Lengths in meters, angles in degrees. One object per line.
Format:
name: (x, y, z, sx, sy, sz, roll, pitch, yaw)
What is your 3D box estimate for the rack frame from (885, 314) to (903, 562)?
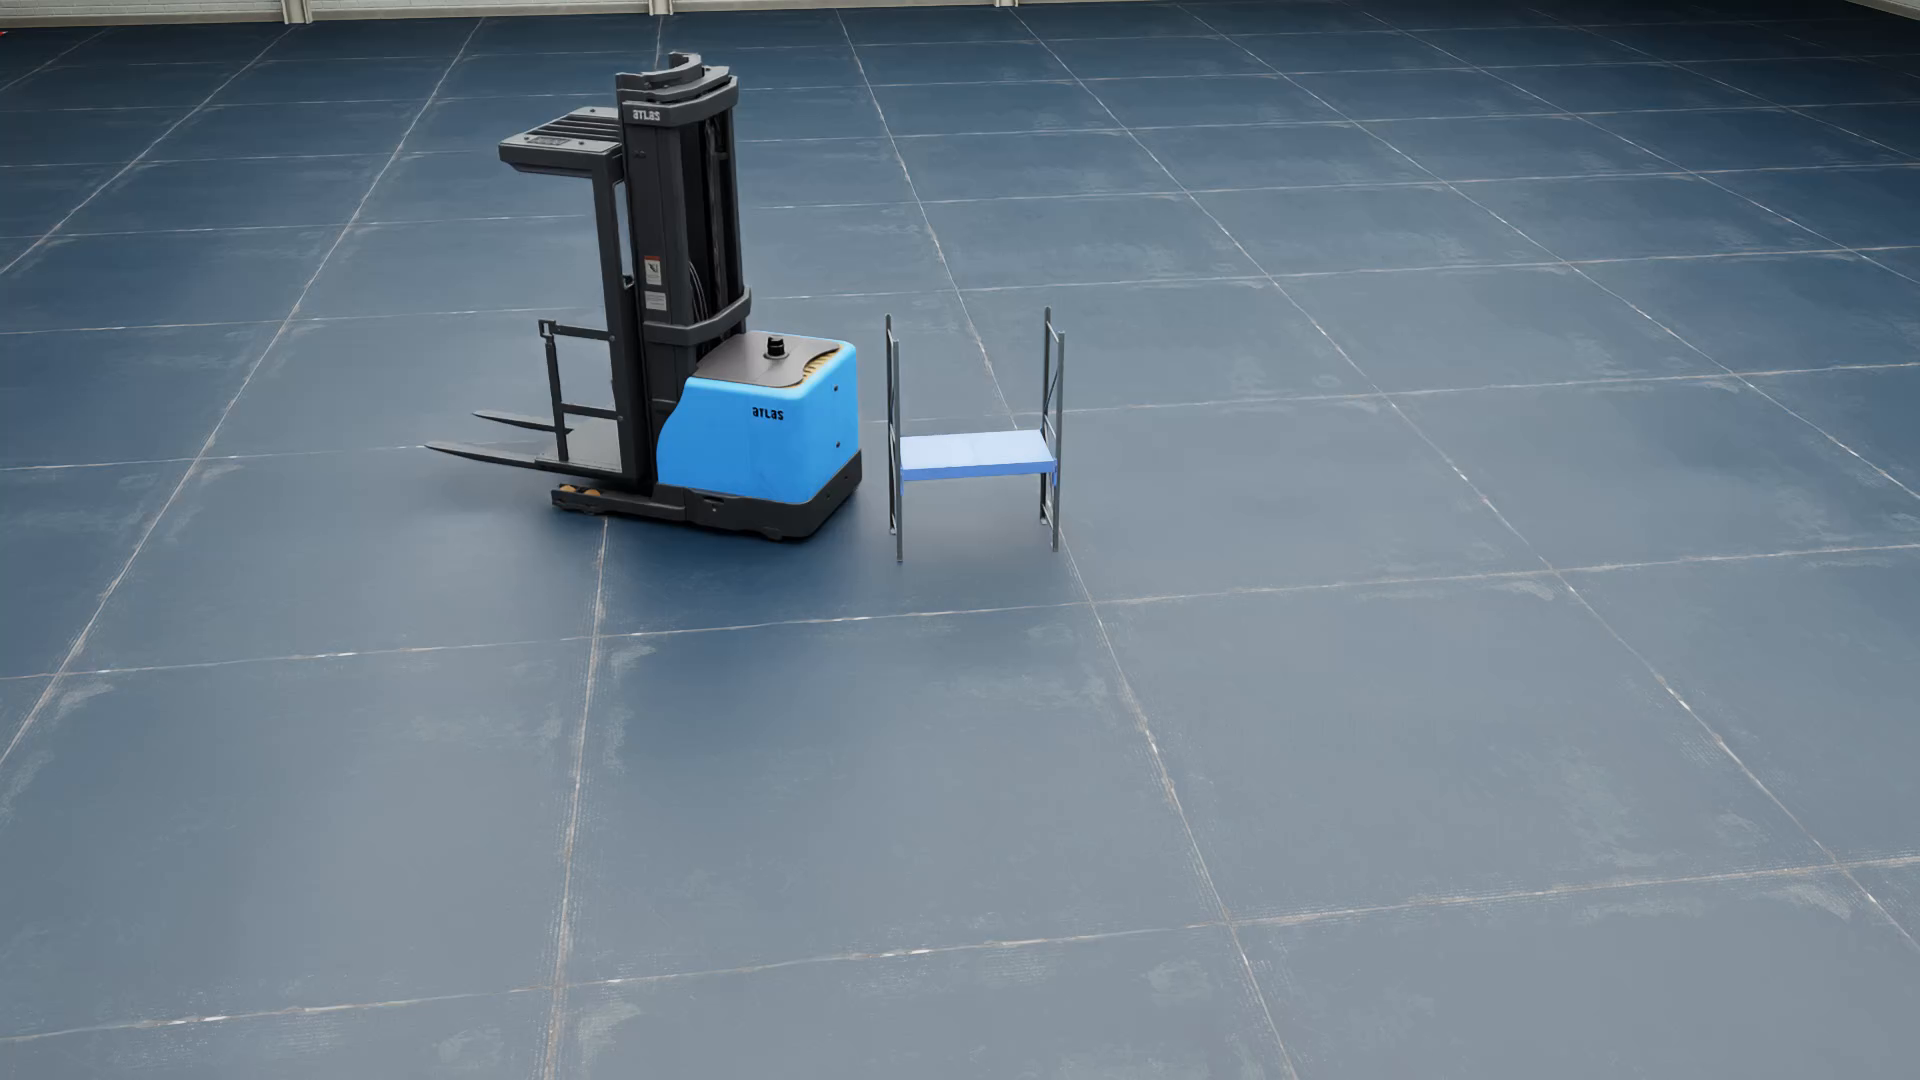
rack frame: (-0.419, -0.640, 10.558, 0.032, 1.500, 0.500, -4, 27, -7)

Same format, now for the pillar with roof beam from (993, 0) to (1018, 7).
pillar with roof beam: (1.406, -11.501, 23.509, 0.400, 9.000, 9.100, -4, 27, -7)

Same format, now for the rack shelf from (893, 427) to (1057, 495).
rack shelf: (0.084, -0.513, 10.703, 1.000, 0.185, 0.538, -4, 27, -7)

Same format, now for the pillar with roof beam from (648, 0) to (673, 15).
pillar with roof beam: (-4.536, -11.119, 22.765, 0.400, 9.000, 9.100, -4, 27, -7)

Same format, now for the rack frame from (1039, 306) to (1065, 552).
rack frame: (0.588, -0.705, 10.684, 0.032, 1.500, 0.500, -4, 27, -7)

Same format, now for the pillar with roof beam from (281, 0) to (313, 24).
pillar with roof beam: (-10.477, -10.737, 22.022, 0.400, 9.000, 9.100, -4, 27, -7)

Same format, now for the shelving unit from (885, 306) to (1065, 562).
shelving unit: (0.084, -0.673, 10.621, 1.048, 1.500, 0.538, -4, 27, -7)

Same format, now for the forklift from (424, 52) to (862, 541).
forklift: (-2.258, -1.694, 11.044, 3.031, 2.935, 1.130, 9, 28, 17)
